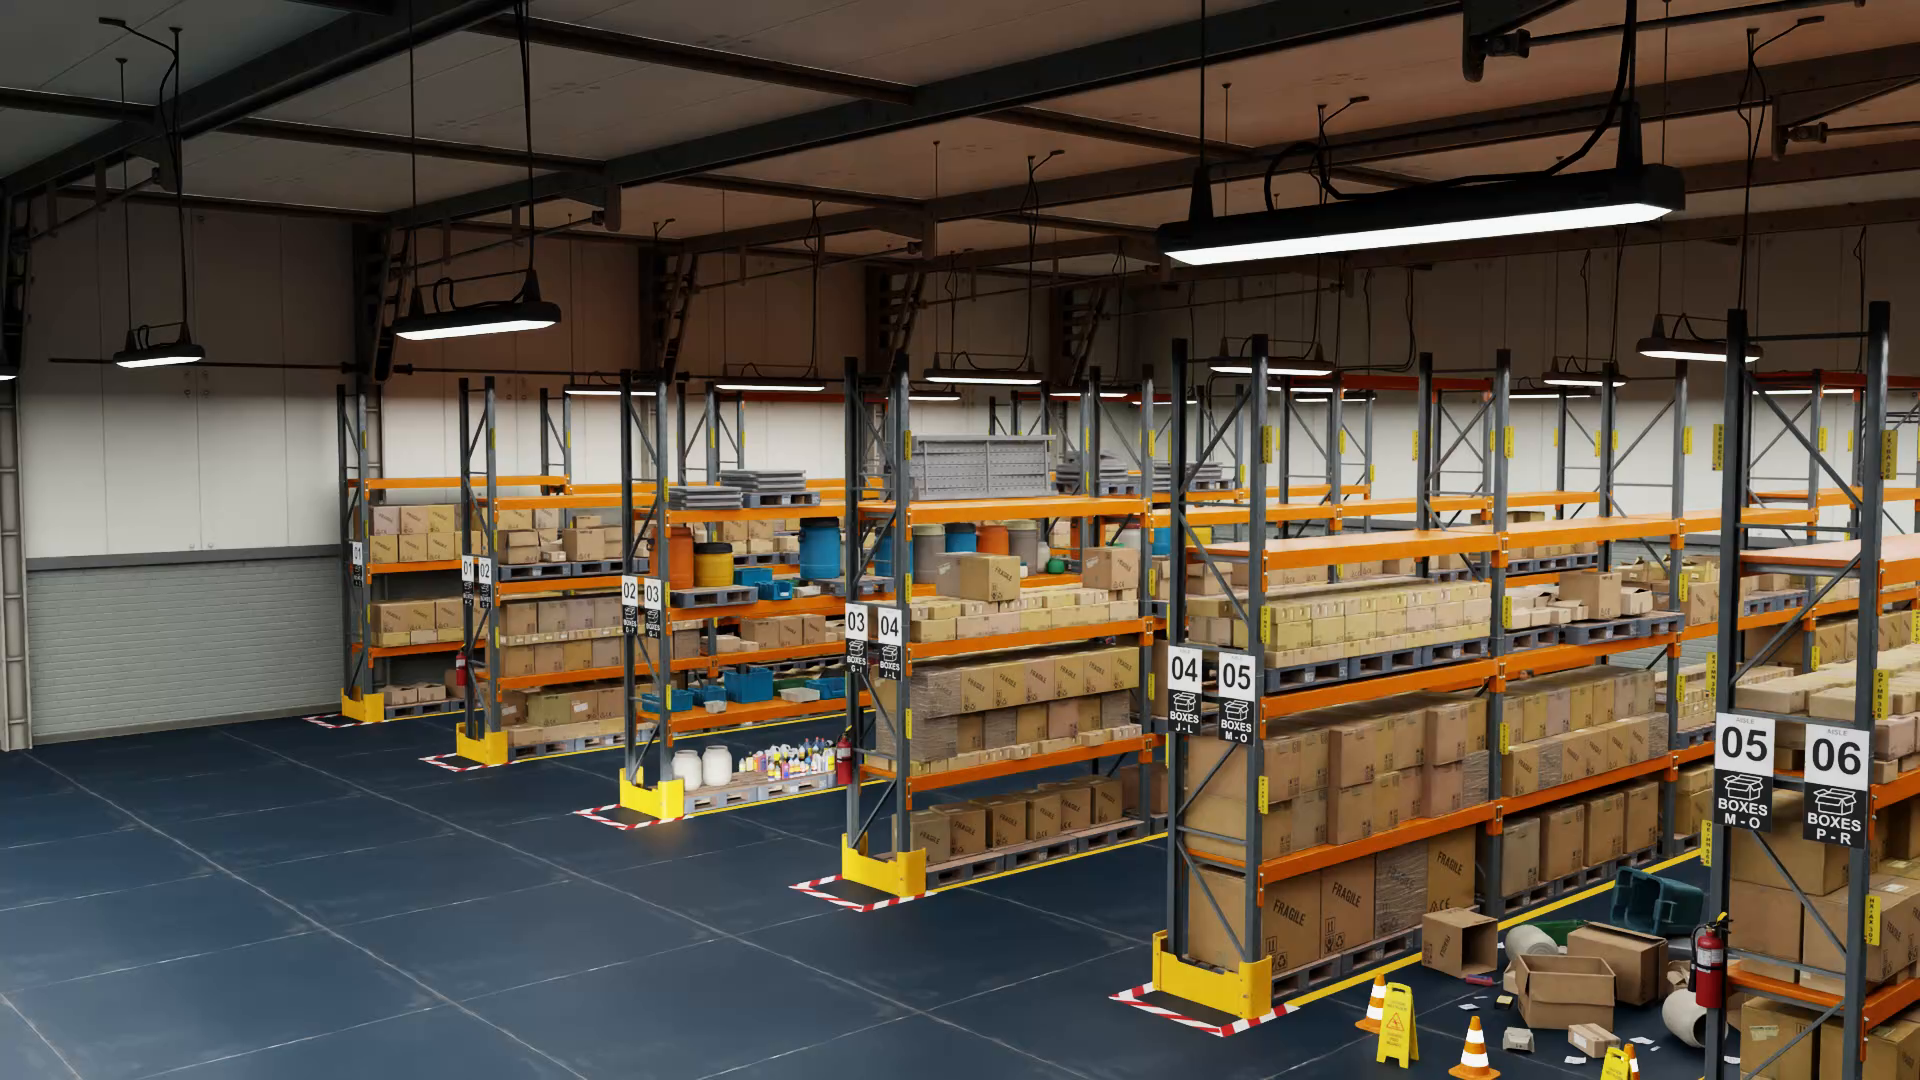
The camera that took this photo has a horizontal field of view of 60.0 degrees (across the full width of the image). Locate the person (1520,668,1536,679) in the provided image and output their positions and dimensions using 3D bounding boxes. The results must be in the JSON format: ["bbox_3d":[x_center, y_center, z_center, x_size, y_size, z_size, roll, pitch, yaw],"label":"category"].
[{"bbox_3d":[8.510,2.698,25.100,0.954,1.592,0.498,-2,4,-32],"label":"person"}]
